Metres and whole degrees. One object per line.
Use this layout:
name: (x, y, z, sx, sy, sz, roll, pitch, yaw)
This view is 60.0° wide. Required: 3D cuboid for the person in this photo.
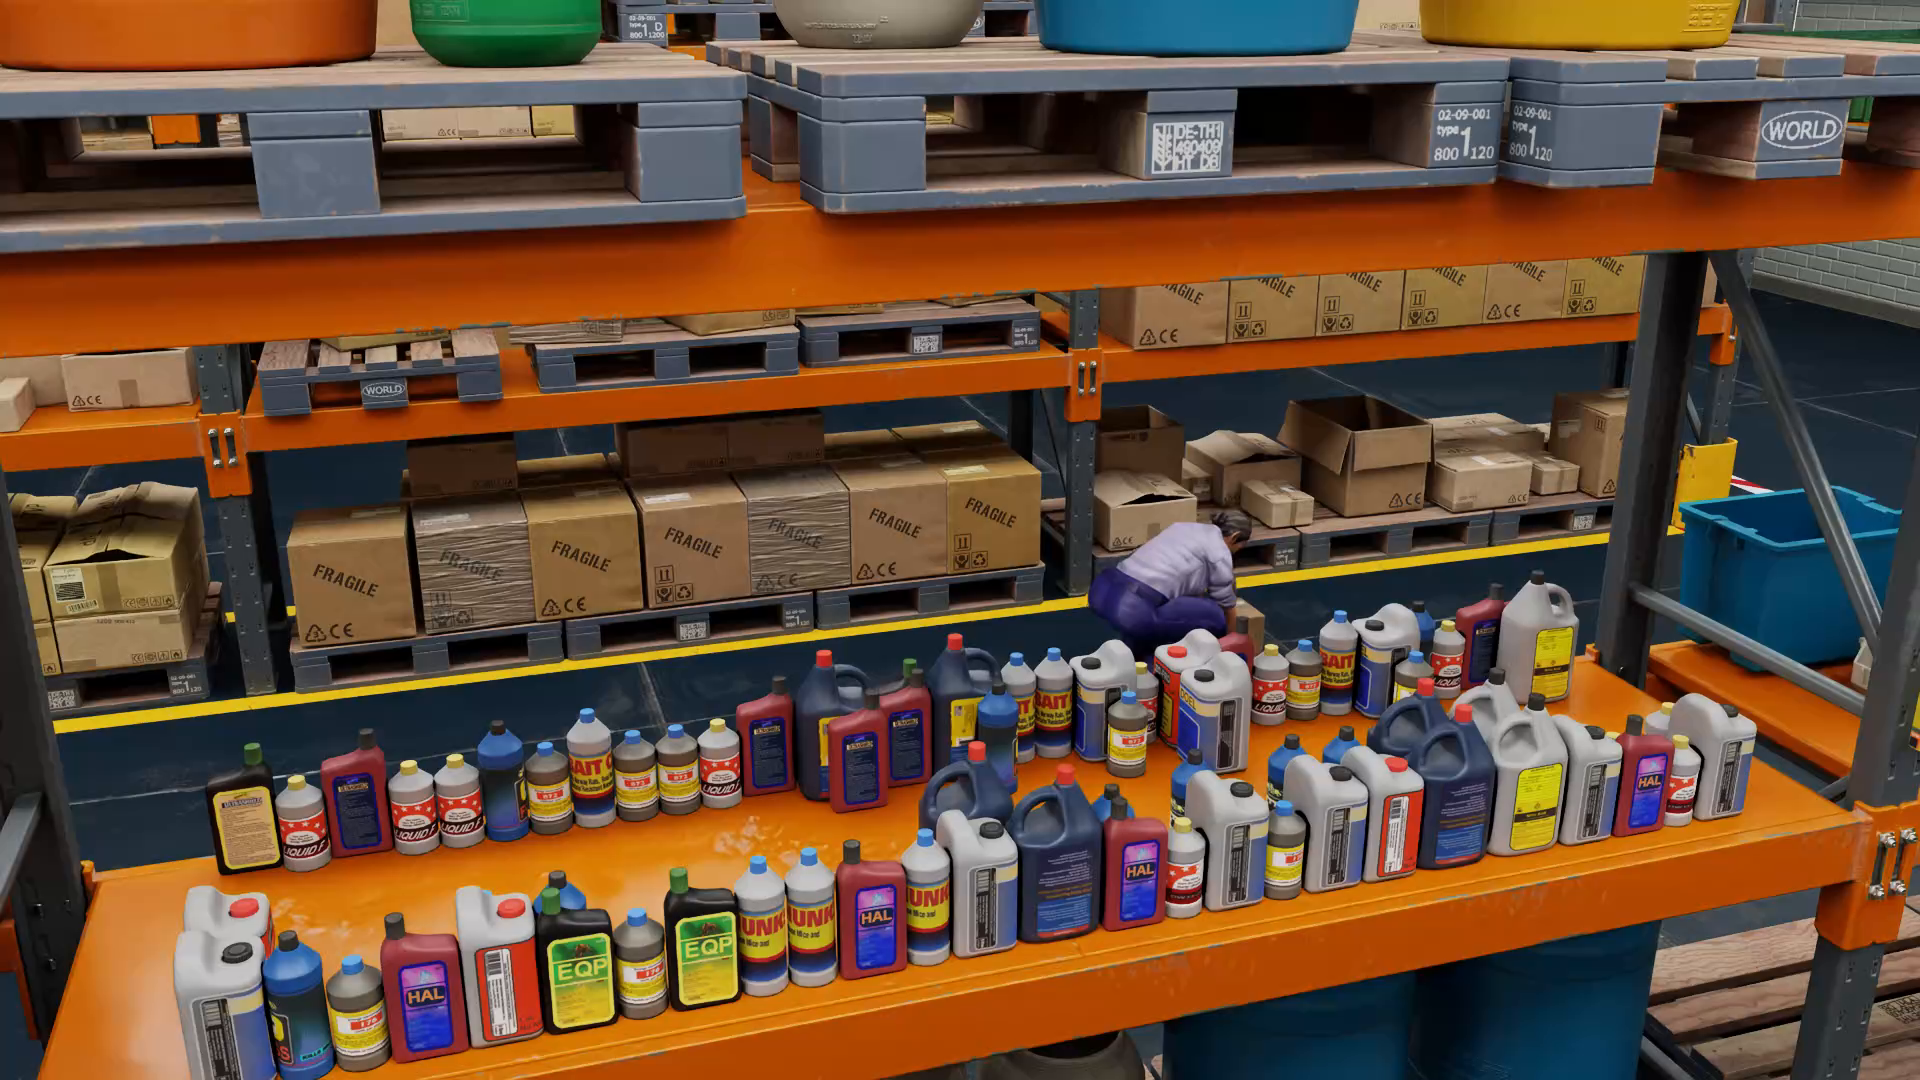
person: (1.003, 0.295, 7.719, 0.854, 0.807, 0.508, -9, 21, -25)
